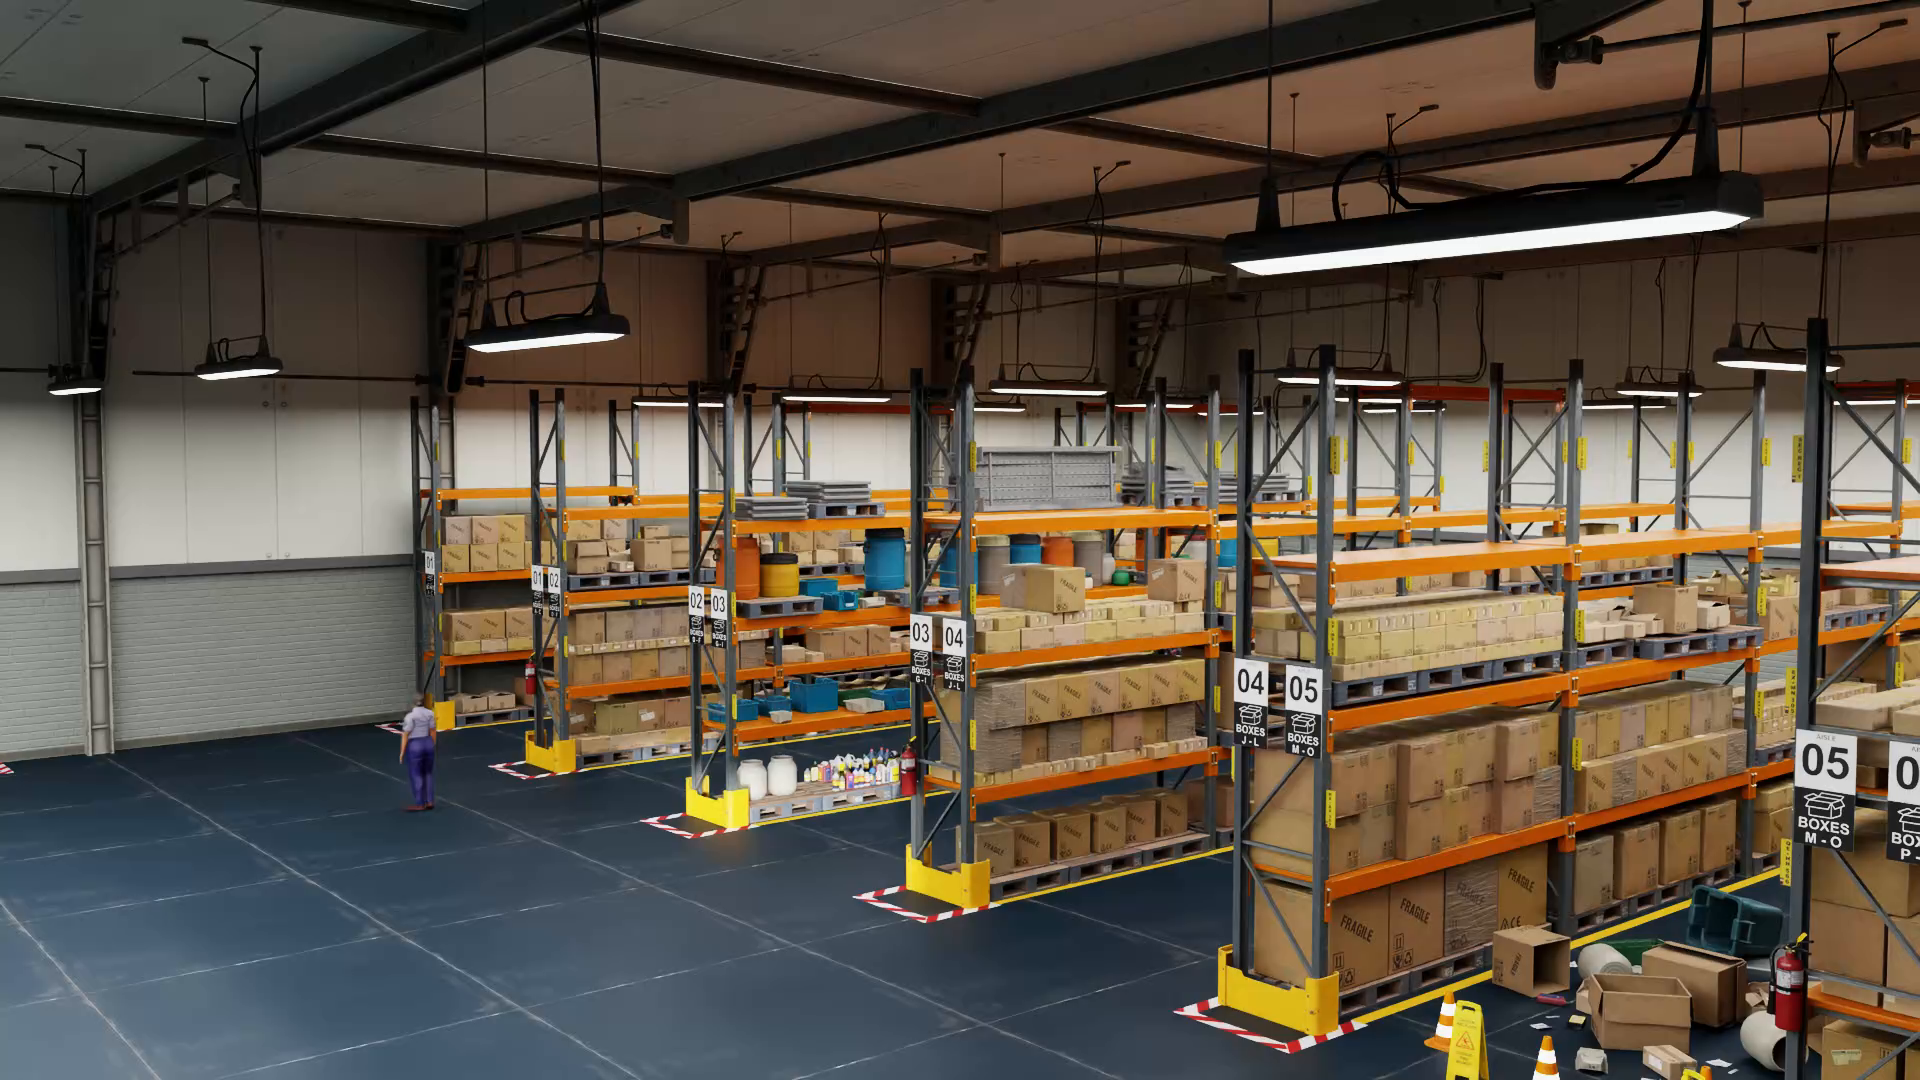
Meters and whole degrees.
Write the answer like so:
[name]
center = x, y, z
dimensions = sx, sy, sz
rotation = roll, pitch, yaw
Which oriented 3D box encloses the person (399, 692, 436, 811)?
[person]
center = -7.600, 2.977, 23.339
dimensions = 0.387, 1.685, 0.602
rotation = 2, 4, 32
